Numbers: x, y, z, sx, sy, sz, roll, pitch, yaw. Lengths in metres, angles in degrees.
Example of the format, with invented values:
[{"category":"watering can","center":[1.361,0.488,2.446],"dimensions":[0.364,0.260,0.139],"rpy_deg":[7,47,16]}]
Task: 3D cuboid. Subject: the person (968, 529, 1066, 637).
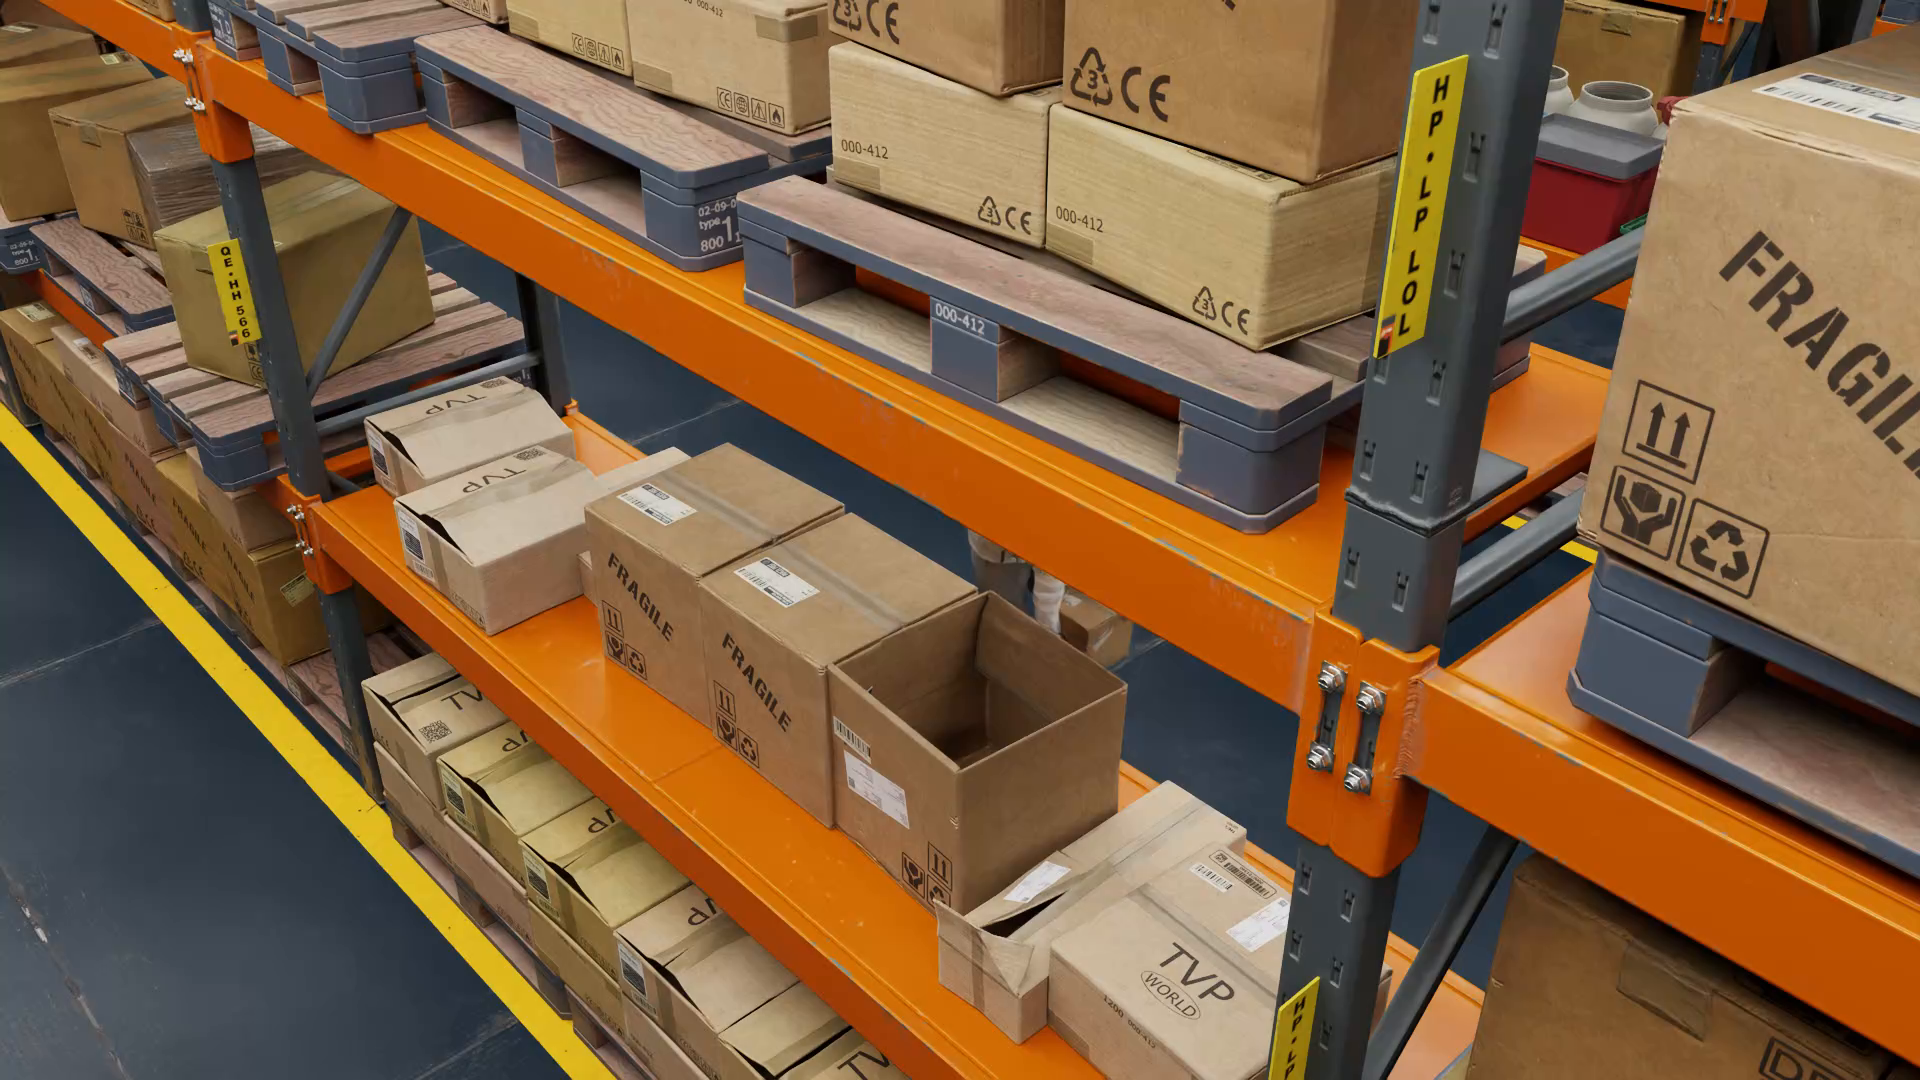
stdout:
[{"category":"person","center":[0.379,0.221,6.010],"dimensions":[0.412,1.429,0.812],"rpy_deg":[-27,41,-36]}]
